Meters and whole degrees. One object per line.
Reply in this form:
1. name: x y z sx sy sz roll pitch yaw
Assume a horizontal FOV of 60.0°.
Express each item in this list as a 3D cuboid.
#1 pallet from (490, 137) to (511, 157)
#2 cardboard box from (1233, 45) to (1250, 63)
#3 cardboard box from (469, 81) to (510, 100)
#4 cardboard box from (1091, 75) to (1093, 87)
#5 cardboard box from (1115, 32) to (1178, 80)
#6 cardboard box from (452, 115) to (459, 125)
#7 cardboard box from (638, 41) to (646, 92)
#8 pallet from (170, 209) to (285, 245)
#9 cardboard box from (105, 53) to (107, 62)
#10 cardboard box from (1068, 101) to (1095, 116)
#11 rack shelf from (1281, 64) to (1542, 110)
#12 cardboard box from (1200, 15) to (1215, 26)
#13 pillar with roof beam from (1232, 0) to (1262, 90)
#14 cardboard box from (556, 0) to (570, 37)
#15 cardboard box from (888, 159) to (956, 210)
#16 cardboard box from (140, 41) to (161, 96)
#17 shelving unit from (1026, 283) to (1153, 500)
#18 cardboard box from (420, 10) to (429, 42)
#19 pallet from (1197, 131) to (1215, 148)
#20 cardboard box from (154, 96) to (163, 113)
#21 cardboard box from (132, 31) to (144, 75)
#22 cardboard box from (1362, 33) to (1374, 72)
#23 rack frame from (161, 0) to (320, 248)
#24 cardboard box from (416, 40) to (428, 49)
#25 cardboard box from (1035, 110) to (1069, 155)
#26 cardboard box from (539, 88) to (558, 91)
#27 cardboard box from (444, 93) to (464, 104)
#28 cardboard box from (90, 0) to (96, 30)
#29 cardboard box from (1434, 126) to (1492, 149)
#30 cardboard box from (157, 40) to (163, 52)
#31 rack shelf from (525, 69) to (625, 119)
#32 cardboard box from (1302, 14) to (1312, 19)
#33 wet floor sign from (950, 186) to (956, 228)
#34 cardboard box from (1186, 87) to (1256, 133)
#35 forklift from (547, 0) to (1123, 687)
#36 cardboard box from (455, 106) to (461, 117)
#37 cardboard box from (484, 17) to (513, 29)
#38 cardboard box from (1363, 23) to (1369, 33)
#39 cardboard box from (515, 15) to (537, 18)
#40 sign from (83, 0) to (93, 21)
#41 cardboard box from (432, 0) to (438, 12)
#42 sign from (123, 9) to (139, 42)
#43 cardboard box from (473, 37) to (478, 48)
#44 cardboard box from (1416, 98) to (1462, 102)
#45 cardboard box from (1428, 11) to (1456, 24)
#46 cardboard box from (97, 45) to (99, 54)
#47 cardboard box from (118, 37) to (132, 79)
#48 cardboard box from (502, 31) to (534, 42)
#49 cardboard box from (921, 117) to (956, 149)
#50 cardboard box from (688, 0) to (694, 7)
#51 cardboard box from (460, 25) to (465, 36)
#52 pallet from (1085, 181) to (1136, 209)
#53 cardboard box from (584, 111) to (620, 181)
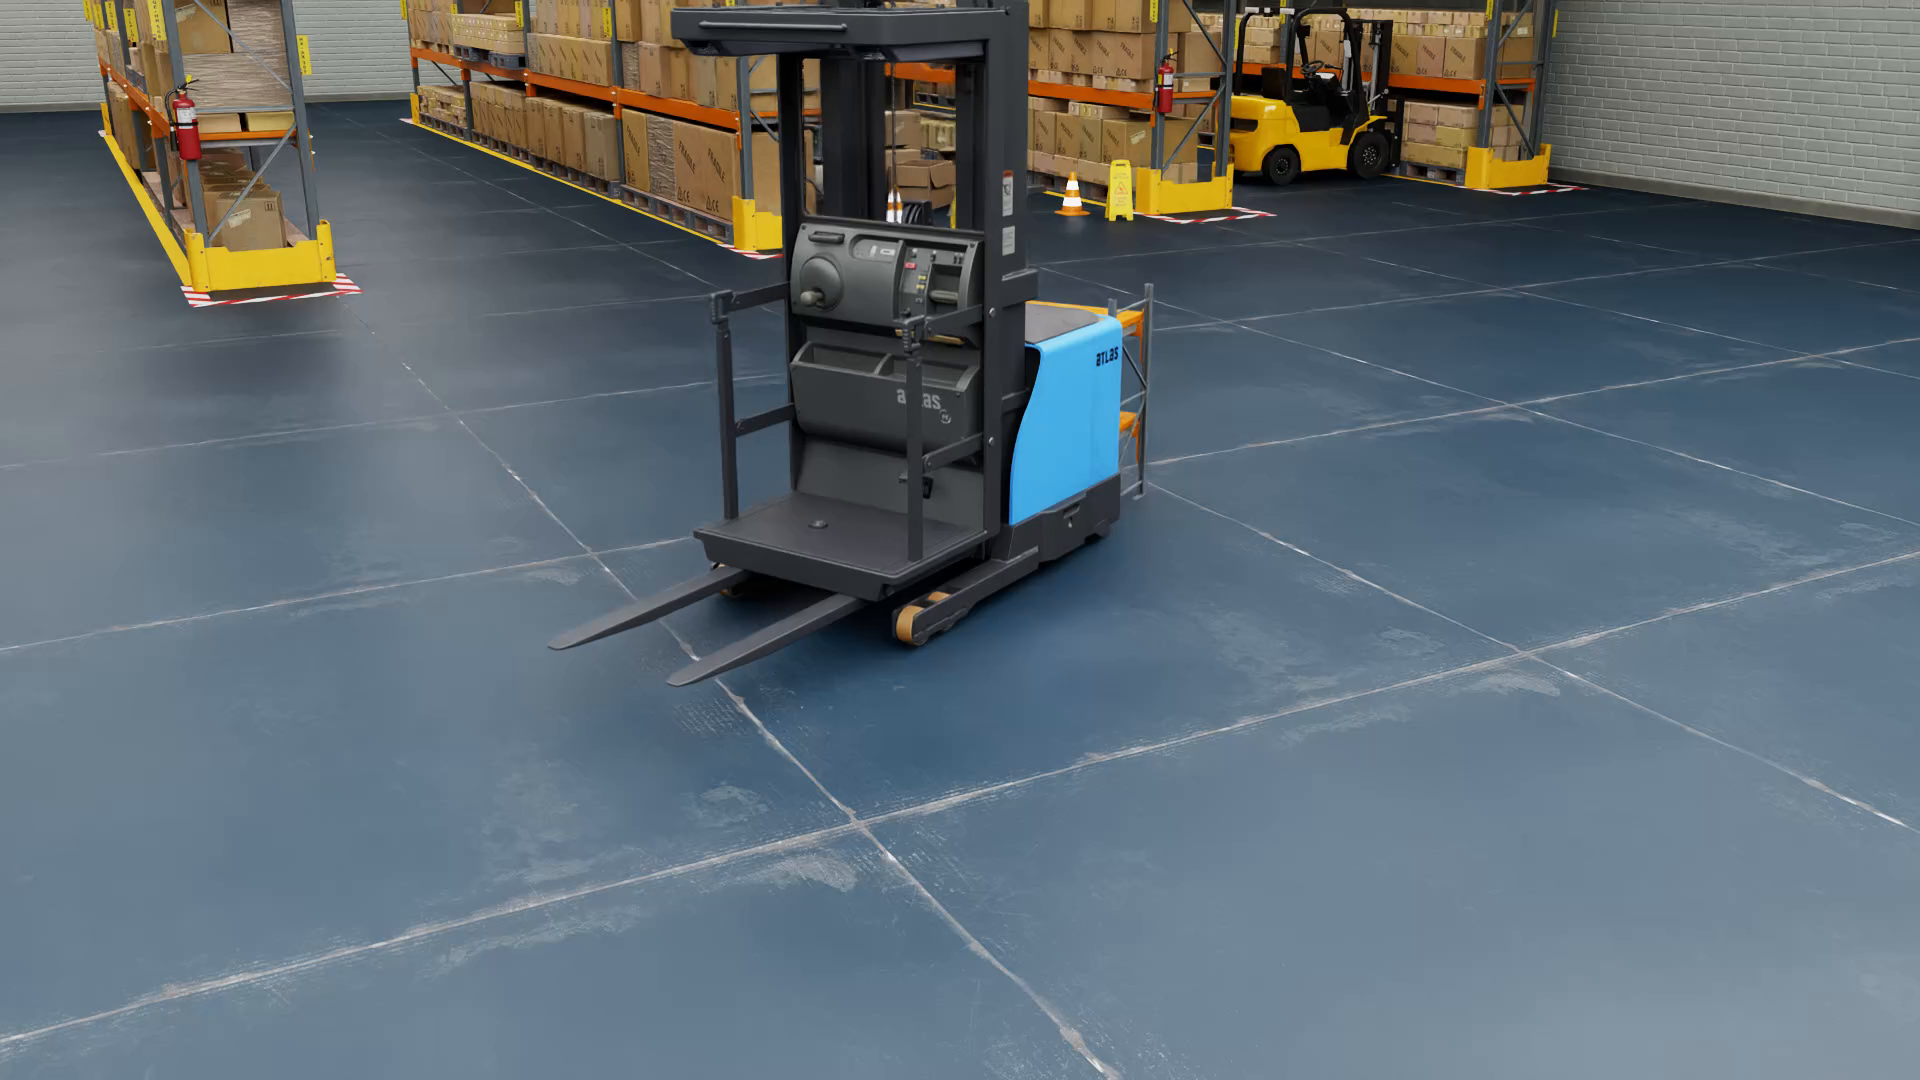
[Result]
1. pallet: -6.439 -5.956 25.069 1.003 0.211 1.213 -10 21 -27
2. cardboard box: 4.368 -7.294 24.901 0.500 0.250 0.500 -10 21 -27
3. cardboard box: -7.275 -6.967 25.761 0.500 0.250 0.500 -11 22 -29
4. cardboard box: 1.780 -5.452 19.717 0.380 0.149 0.250 -10 21 -26
5. cardboard box: 2.114 -5.500 18.864 0.500 0.500 0.500 -10 22 -28
6. cardboard box: -8.111 -6.912 27.292 0.380 0.149 0.250 -11 22 -28
7. cardboard box: -3.127 -5.364 18.849 0.875 0.550 0.550 -10 21 -27
8. pallet: -7.657 -3.307 17.392 1.003 0.211 1.213 -10 21 -27
9. cardboard box: -12.483 -7.175 24.710 0.380 0.149 0.250 -10 22 -28
10. cardboard box: 1.530 -5.192 20.008 0.380 0.149 0.250 -9 21 -24
11. rack shelf: 6.031 -6.203 22.613 1.077 0.370 4.000 -10 21 -27
12. cardboard box: 3.896 -7.961 25.457 0.380 0.149 0.250 -11 22 -28
13. pillar with roof beam: 0.805 -10.200 23.896 9.100 9.000 0.400 -10 21 -27
14. cardboard box: -4.802 -6.798 21.547 0.700 0.500 0.500 -10 22 -27
15. cardboard box: -0.448 -4.131 19.333 0.637 0.503 0.797 7 20 20
16. cardboard box: -7.641 -4.713 16.581 0.875 0.500 0.500 -10 21 -27
17. shelving unit: 0.406 -0.783 8.676 1.048 1.125 0.538 10 22 27
18. cardboard box: -8.824 -8.721 28.196 0.500 0.500 0.500 -10 21 -26
19. pallet: 4.113 -6.355 26.226 1.003 0.211 1.213 -10 21 -27
20. cardboard box: -7.710 -4.296 16.367 0.380 0.149 0.250 -10 21 -27
21. cardboard box: -8.912 -5.543 18.795 0.797 0.503 0.637 -8 20 -21
22. cardboard box: 5.785 -6.557 22.382 0.500 0.500 0.500 -10 21 -26
23. rack frame: -6.108 -3.664 14.152 1.000 3.000 0.127 -10 21 -27
24. cardboard box: -9.189 -8.582 28.789 0.380 0.149 0.250 -11 22 -28
25. cardboard box: 1.266 -5.089 20.702 0.500 0.500 0.500 -9 21 -24
26. cardboard box: -5.849 -6.452 24.271 0.500 0.250 0.500 -10 22 -27
27. cardboard box: -8.336 -7.330 27.590 0.380 0.149 0.250 -11 22 -29
28. cardboard box: -13.478 -8.358 26.380 0.500 0.500 0.500 -11 22 -28
29. cardboard box: 6.474 -5.196 21.395 0.500 0.250 0.500 -10 22 -27
30. cardboard box: -6.829 -4.587 14.684 0.500 0.500 0.500 -10 21 -27
31. rack shelf: -4.544 -5.786 21.403 1.077 0.370 4.000 -10 21 -27
32. cardboard box: 4.971 -7.475 23.590 0.380 0.149 0.250 -10 21 -26
33. wet floor sign: 0.062 -3.589 17.543 0.267 0.644 0.232 -14 24 -36
34. cardboard box: 4.103 -6.781 26.181 0.875 0.625 0.625 -11 22 -29
35. forklift: -0.445 -1.124 6.897 1.130 2.935 3.031 12 23 32
36. cardboard box: -7.962 -6.957 26.964 0.380 0.149 0.250 -11 22 -29
37. cardboard box: -6.611 -7.425 23.879 0.380 0.149 0.250 -10 21 -27
38. cardboard box: 5.583 -6.967 22.576 0.380 0.149 0.250 -11 22 -28
39. cardboard box: -6.412 -7.750 24.822 0.380 0.149 0.250 -11 22 -29
40. sign: -14.197 -8.620 27.065 0.100 0.325 0.005 -10 21 -27
41. cardboard box: -8.335 -8.899 27.179 0.500 0.500 0.500 -9 21 -25
42. sign: -8.494 -5.273 17.039 0.100 0.325 0.005 -10 21 -27
43. cardboard box: -6.986 -7.370 24.632 0.380 0.149 0.250 -10 22 -28
44. cardboard box: 6.450 -5.796 22.368 0.500 0.250 0.500 -10 21 -27
45. cardboard box: 6.279 -6.754 21.502 0.380 0.149 0.250 -10 21 -26
46. cardboard box: -13.704 -7.912 26.848 0.380 0.149 0.250 -10 22 -27
47. cardboard box: -10.359 -6.111 21.090 0.500 0.500 0.500 -9 21 -25
48. cardboard box: -6.129 -6.992 23.080 0.380 0.149 0.250 -9 21 -26
49. cardboard box: -0.213 -5.859 23.898 0.950 0.372 0.625 -9 21 -25
50. cardboard box: -2.325 -5.423 17.363 0.875 0.550 0.550 -10 21 -27
51. cardboard box: -7.363 -7.736 25.238 0.380 0.149 0.250 -9 21 -25
52. pallet: 2.223 -4.142 19.810 1.003 0.211 1.213 -10 21 -27
53. cardboard box: -3.968 -4.851 20.397 1.050 0.750 0.750 -10 21 -27
